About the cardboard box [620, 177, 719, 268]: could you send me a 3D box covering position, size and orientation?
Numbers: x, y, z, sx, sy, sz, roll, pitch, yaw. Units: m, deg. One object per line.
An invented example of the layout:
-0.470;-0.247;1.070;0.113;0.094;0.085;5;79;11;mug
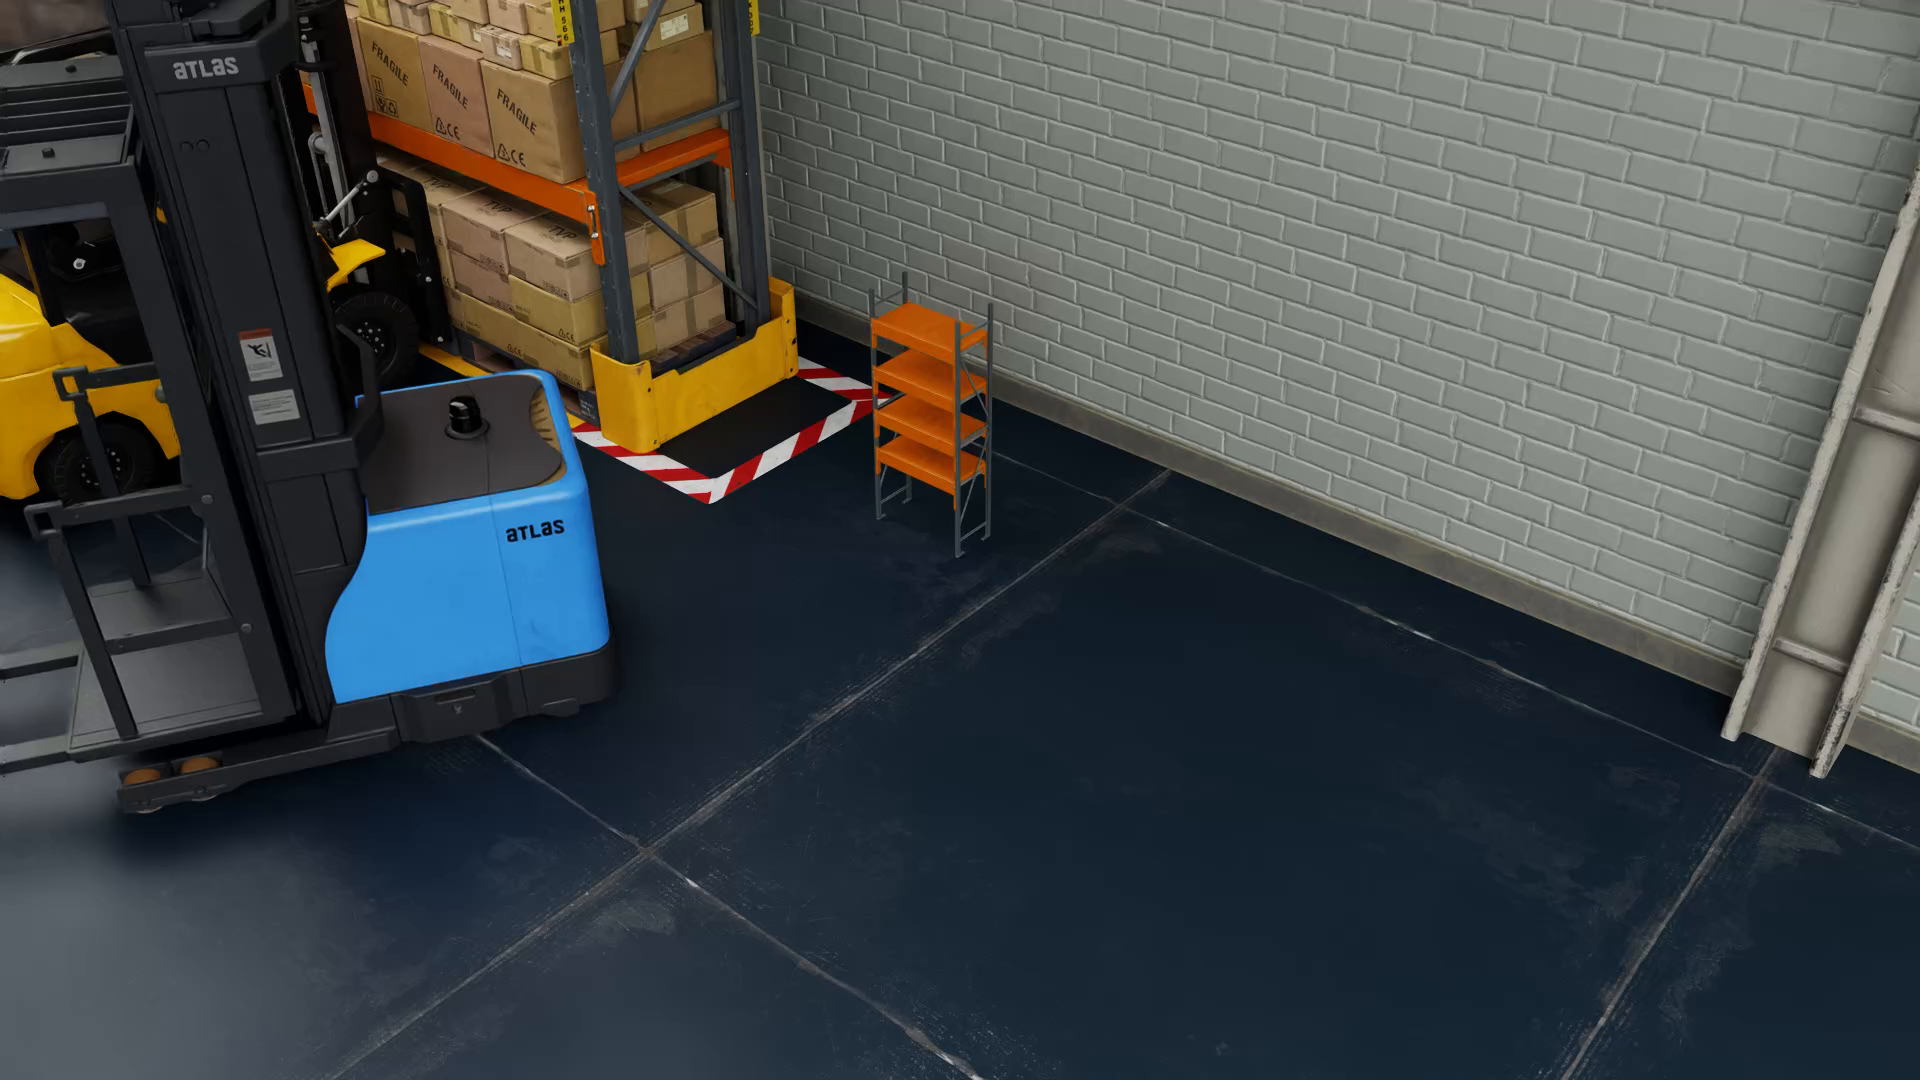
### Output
-1.628;-1.690;8.736;0.500;0.250;0.500;25;41;31;cardboard box

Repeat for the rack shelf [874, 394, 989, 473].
-0.127;-0.499;7.536;0.480;0.148;0.258;25;42;32;rack shelf

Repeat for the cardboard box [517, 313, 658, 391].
-1.943;-1.054;8.693;0.500;0.250;0.500;26;42;32;cardboard box

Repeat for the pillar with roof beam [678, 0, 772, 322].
-4.093;-3.226;4.498;0.400;9.000;9.100;25;42;32;pillar with roof beam

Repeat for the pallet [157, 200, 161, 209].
-5.045;-2.531;11.249;1.213;0.211;1.003;25;42;32;pallet

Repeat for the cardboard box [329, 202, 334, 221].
-3.512;-1.998;9.626;0.500;0.250;0.500;25;42;31;cardboard box

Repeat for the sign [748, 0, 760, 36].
-1.020;-2.610;8.067;0.005;0.325;0.100;25;42;32;sign

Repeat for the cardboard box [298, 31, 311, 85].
-3.479;-2.833;9.137;0.500;0.500;0.500;25;42;31;cardboard box

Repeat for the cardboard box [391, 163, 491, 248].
-2.723;-1.825;8.933;0.500;0.250;0.500;26;42;32;cardboard box

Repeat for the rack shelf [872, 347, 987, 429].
-0.127;-0.683;7.409;0.480;0.148;0.258;25;42;32;rack shelf

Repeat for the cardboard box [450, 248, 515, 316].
-2.332;-1.454;8.834;0.500;0.250;0.500;25;42;31;cardboard box

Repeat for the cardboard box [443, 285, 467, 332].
-2.698;-1.423;9.231;0.500;0.250;0.500;26;42;32;cardboard box

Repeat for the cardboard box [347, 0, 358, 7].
-2.961;-2.877;8.629;0.250;0.149;0.380;25;42;32;cardboard box

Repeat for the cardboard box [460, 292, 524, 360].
-2.319;-1.238;8.961;0.500;0.250;0.500;25;42;32;cardboard box

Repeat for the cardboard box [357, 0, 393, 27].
-2.827;-2.748;8.440;0.250;0.149;0.380;26;42;32;cardboard box

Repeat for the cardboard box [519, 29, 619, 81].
-1.825;-2.294;7.779;0.250;0.149;0.380;26;42;32;cardboard box

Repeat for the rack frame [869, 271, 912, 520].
-0.315;-0.643;7.626;0.015;1.200;0.240;25;42;32;rack frame

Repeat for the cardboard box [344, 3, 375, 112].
-3.106;-2.641;8.858;0.500;0.500;0.500;26;42;32;cardboard box

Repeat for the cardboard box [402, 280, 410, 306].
-3.111;-1.602;9.490;0.500;0.250;0.500;27;43;33;cardboard box

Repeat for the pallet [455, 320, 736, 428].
-1.994;-1.091;9.152;1.213;0.211;1.003;25;42;32;pallet

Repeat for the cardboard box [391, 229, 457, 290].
-2.743;-1.632;9.093;0.500;0.250;0.500;24;41;31;cardboard box

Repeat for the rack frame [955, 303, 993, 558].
0.060;-0.466;7.369;0.015;1.200;0.240;25;42;32;rack frame

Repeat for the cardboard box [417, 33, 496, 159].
-2.319;-2.279;8.330;0.500;0.500;0.500;27;43;33;cardboard box

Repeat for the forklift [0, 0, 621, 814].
-2.956;-0.519;5.917;3.031;2.935;1.130;-11;36;-16;forklift

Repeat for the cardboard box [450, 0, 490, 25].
-2.218;-2.610;7.976;0.250;0.149;0.380;26;42;33;cardboard box

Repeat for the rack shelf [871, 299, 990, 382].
-0.127;-0.878;7.275;0.480;0.148;0.258;25;42;32;rack shelf

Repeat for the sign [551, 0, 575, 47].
-1.738;-2.325;7.254;0.005;0.325;0.100;25;42;32;sign

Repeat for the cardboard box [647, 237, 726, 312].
-1.608;-1.488;8.883;0.500;0.250;0.500;26;42;33;cardboard box

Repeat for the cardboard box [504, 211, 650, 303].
-1.933;-1.464;8.407;0.500;0.250;0.500;27;43;33;cardboard box

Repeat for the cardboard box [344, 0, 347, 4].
-3.202;-2.940;8.720;0.250;0.149;0.380;24;41;31;cardboard box

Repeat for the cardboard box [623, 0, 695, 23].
-1.501;-2.627;8.002;0.250;0.149;0.380;24;41;31;cardboard box

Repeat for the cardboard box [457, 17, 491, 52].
-2.201;-2.494;8.071;0.250;0.149;0.380;26;42;33;cardboard box

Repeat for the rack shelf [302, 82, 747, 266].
-2.917;-2.409;9.244;4.000;0.370;1.077;25;42;32;rack shelf

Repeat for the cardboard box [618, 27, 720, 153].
-1.583;-2.323;8.395;0.500;0.500;0.500;27;43;33;cardboard box

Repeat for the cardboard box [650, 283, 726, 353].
-1.632;-1.284;9.028;0.500;0.250;0.500;25;42;32;cardboard box

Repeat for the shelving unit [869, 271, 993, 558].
-0.127;-0.555;7.498;0.503;1.200;0.258;25;42;32;shelving unit

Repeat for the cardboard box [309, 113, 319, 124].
-3.896;-2.381;9.742;0.500;0.250;0.500;25;42;32;cardboard box

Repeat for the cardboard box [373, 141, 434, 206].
-3.108;-2.012;9.205;0.500;0.250;0.500;24;41;31;cardboard box

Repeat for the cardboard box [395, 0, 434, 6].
-2.633;-2.778;8.222;0.250;0.149;0.380;26;42;33;cardboard box

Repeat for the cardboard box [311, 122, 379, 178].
-3.507;-2.206;9.487;0.500;0.250;0.500;27;43;33;cardboard box

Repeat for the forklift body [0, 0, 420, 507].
-4.004;-1.525;8.070;1.214;2.155;2.313;25;42;32;forklift body

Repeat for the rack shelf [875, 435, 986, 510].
-0.127;-0.335;7.648;0.480;0.148;0.258;25;42;32;rack shelf

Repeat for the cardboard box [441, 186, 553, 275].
-2.329;-1.647;8.673;0.500;0.250;0.500;26;42;33;cardboard box

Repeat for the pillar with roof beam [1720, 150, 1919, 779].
0.519;-1.053;1.334;0.400;9.000;9.100;25;42;32;pillar with roof beam

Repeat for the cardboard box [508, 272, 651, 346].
-1.954;-1.268;8.562;0.500;0.250;0.500;25;41;31;cardboard box

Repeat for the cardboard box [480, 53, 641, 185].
-1.926;-2.087;8.051;0.500;0.500;0.500;24;41;31;cardboard box

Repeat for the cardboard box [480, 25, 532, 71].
-2.041;-2.373;7.895;0.250;0.149;0.380;26;42;33;cardboard box

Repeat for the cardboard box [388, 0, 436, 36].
-2.620;-2.665;8.320;0.250;0.149;0.380;24;41;30;cardboard box

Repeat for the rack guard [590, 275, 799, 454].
-1.361;-0.942;8.681;0.348;0.500;1.175;25;42;32;rack guard

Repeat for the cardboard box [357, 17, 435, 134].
-2.713;-2.464;8.600;0.500;0.500;0.500;24;41;31;cardboard box

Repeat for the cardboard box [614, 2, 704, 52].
-1.474;-2.526;8.117;0.250;0.149;0.380;24;41;31;cardboard box

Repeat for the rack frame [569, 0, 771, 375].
-1.380;-1.981;7.986;0.127;3.000;1.000;25;42;32;rack frame

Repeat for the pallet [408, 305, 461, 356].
-2.928;-1.533;9.795;1.213;0.211;1.003;25;42;32;pallet

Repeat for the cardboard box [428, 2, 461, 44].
-2.384;-2.589;8.209;0.250;0.149;0.380;25;42;32;cardboard box

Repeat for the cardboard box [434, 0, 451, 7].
-2.361;-2.732;8.155;0.250;0.149;0.380;26;42;32;cardboard box

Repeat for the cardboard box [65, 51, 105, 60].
-5.453;-3.093;11.331;0.625;0.625;0.875;25;42;31;cardboard box

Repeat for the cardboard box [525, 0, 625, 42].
-1.790;-2.451;7.745;0.250;0.149;0.380;25;42;32;cardboard box

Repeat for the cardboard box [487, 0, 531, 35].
-1.999;-2.527;7.855;0.250;0.149;0.380;25;42;32;cardboard box
